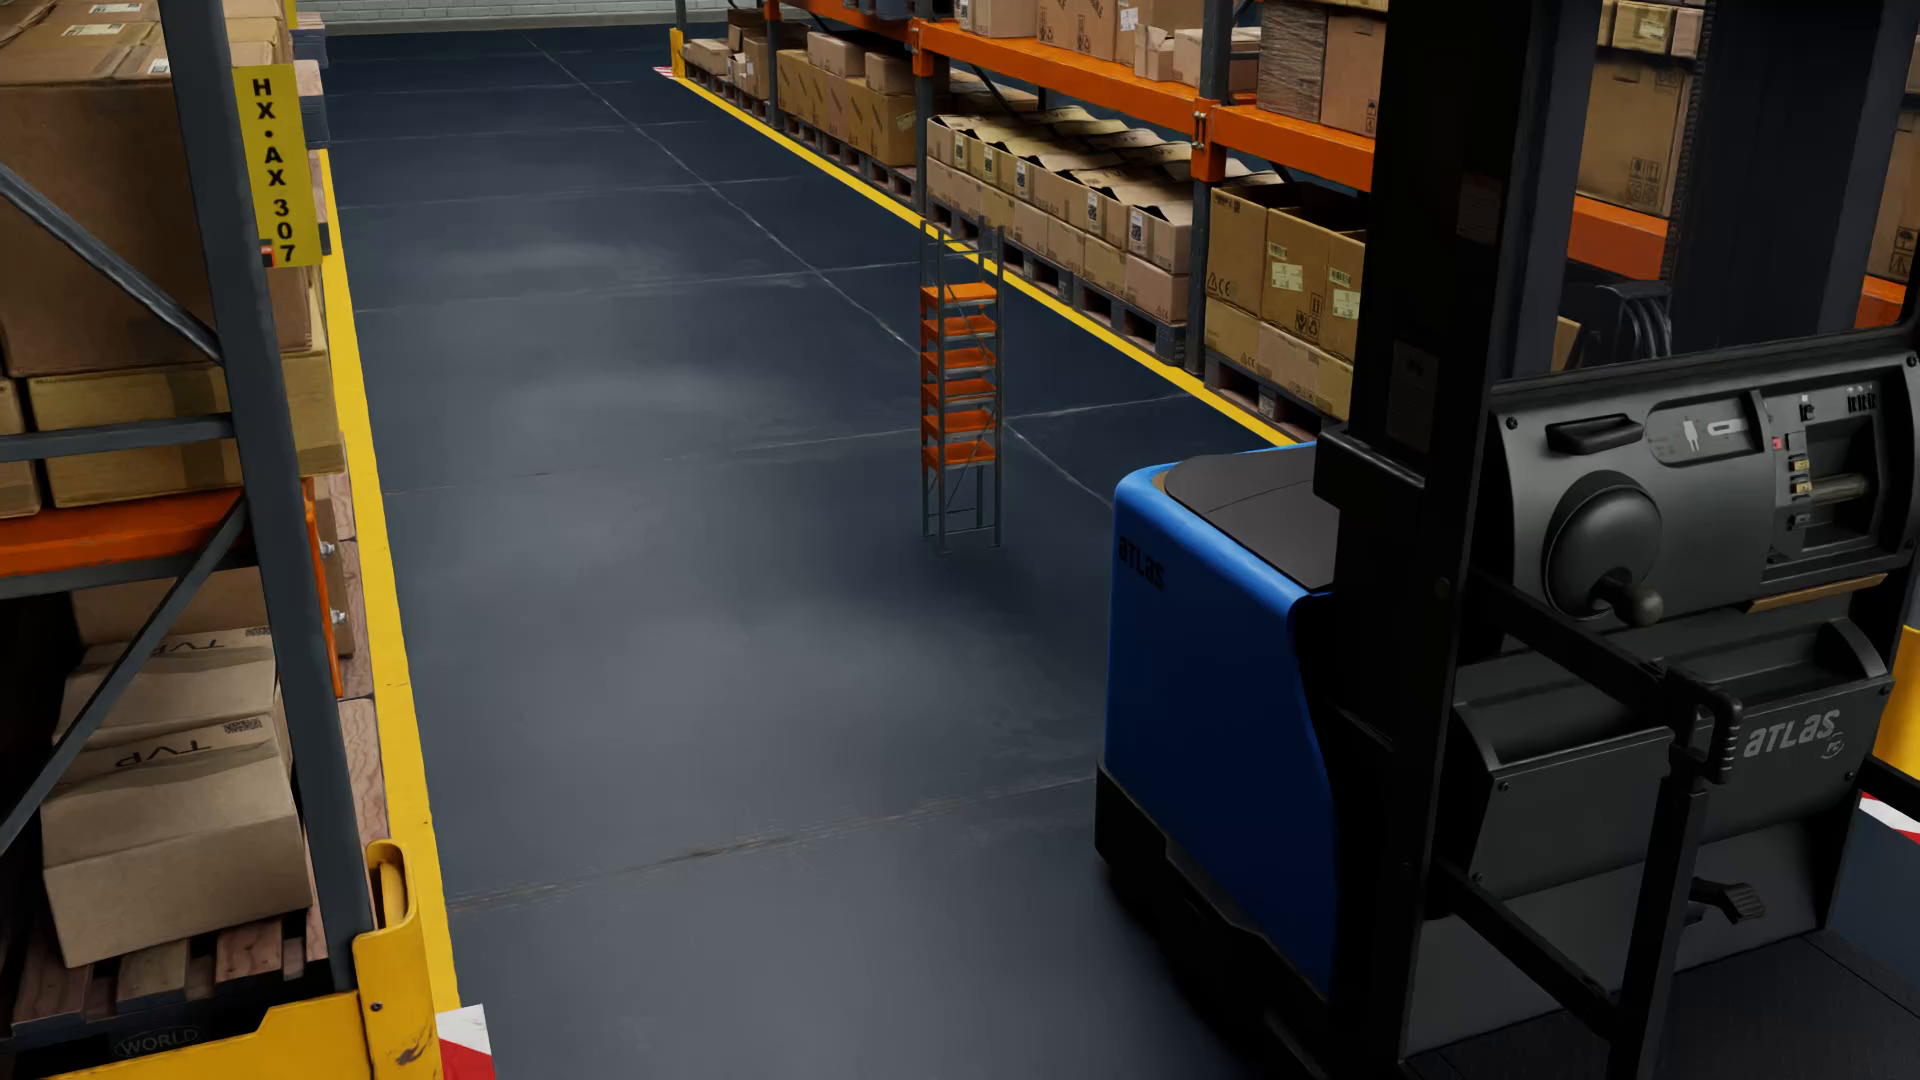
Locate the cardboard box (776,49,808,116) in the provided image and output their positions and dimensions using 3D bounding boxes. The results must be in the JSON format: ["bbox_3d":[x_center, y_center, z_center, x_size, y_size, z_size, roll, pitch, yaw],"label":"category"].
[{"bbox_3d":[-1.286,-4.016,14.569,0.500,0.500,0.500,-9,25,-21],"label":"cardboard box"}]

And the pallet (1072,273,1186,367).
[{"bbox_3d":[1.300,-1.245,8.933,1.003,0.211,1.213,-8,24,-19],"label":"pallet"}]

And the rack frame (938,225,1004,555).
[{"bbox_3d":[0.037,-0.514,5.926,0.240,1.200,0.006,-8,24,-19],"label":"rack frame"}]

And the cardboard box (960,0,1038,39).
[{"bbox_3d":[0.319,-3.329,10.400,0.500,0.311,0.500,-9,24,-20],"label":"cardboard box"}]

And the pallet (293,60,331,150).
[{"bbox_3d":[-3.170,-1.796,6.896,1.003,0.211,1.213,-8,24,-19],"label":"pallet"}]

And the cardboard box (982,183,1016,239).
[{"bbox_3d":[0.462,-2.046,10.243,0.500,0.250,0.500,-9,24,-20],"label":"cardboard box"}]

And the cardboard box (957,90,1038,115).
[{"bbox_3d":[0.290,-2.977,12.102,0.500,0.500,0.500,-7,24,-17],"label":"cardboard box"}]

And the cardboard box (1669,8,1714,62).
[{"bbox_3d":[2.426,-1.552,5.105,0.380,0.149,0.250,-8,24,-18],"label":"cardboard box"}]

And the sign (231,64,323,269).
[{"bbox_3d":[-1.116,-0.607,2.713,0.100,0.325,0.005,-8,24,-19],"label":"sign"}]

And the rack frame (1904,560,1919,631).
[{"bbox_3d":[3.010,-0.814,4.320,1.000,3.000,0.127,-8,24,-19],"label":"rack frame"}]

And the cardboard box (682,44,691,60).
[{"bbox_3d":[-2.816,-5.318,18.109,0.380,0.149,0.250,-8,24,-19],"label":"cardboard box"}]

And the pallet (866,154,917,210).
[{"bbox_3d":[-0.045,-2.713,12.414,1.003,0.211,1.213,-8,24,-19],"label":"pallet"}]

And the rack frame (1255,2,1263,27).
[{"bbox_3d":[3.406,-5.853,16.274,1.000,3.000,0.127,-8,24,-19],"label":"rack frame"}]

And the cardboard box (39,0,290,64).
[{"bbox_3d":[-1.852,-1.003,3.970,0.500,0.500,0.500,-9,25,-21],"label":"cardboard box"}]

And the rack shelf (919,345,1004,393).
[{"bbox_3d":[0.005,-0.617,5.975,0.258,0.103,0.180,-8,24,-19],"label":"rack shelf"}]

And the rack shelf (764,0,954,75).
[{"bbox_3d":[-0.523,-4.116,13.081,1.077,0.370,4.000,-8,24,-19],"label":"rack shelf"}]

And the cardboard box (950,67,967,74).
[{"bbox_3d":[-0.262,-3.538,13.434,0.500,0.500,0.500,-9,25,-21],"label":"cardboard box"}]

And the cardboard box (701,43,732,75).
[{"bbox_3d":[-2.362,-4.964,17.139,0.500,0.250,0.500,-8,24,-19],"label":"cardboard box"}]

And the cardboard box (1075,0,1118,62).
[{"bbox_3d":[0.978,-2.969,9.302,0.500,0.500,0.500,-8,24,-19],"label":"cardboard box"}]

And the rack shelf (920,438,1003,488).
[{"bbox_3d":[0.005,-0.286,6.115,0.258,0.103,0.180,-8,24,-19],"label":"rack shelf"}]

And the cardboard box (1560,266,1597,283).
[{"bbox_3d":[2.000,-0.784,6.281,0.500,0.500,0.500,-8,24,-19],"label":"cardboard box"}]

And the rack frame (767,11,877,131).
[{"bbox_3d":[-1.229,-5.175,14.665,1.000,3.000,0.127,-8,24,-19],"label":"rack frame"}]

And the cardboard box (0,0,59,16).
[{"bbox_3d":[-2.522,-1.116,4.237,0.500,0.500,0.500,-8,24,-18],"label":"cardboard box"}]

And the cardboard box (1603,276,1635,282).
[{"bbox_3d":[2.661,-0.673,6.019,0.500,0.500,0.500,-8,24,-19],"label":"cardboard box"}]

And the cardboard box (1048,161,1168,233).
[{"bbox_3d":[0.822,-1.930,9.245,0.500,0.311,0.500,-8,24,-19],"label":"cardboard box"}]

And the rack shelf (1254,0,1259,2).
[{"bbox_3d":[2.699,-6.248,18.138,1.077,0.370,4.000,-8,24,-19],"label":"rack shelf"}]

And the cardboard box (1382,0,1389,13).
[{"bbox_3d":[1.873,-2.118,6.448,0.380,0.149,0.250,-9,25,-21],"label":"cardboard box"}]

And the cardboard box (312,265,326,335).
[{"bbox_3d":[-1.870,-0.667,4.138,0.500,0.250,0.500,-9,24,-20],"label":"cardboard box"}]

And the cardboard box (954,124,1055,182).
[{"bbox_3d":[0.287,-2.486,10.563,0.500,0.311,0.500,-9,24,-20],"label":"cardboard box"}]

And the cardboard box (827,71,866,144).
[{"bbox_3d":[-0.740,-3.458,13.243,0.500,0.500,0.500,-9,25,-21],"label":"cardboard box"}]

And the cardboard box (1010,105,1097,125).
[{"bbox_3d":[0.599,-2.750,11.189,0.500,0.311,0.500,-8,24,-18],"label":"cardboard box"}]

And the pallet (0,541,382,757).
[{"bbox_3d":[-2.331,0.381,5.073,1.003,0.211,1.213,-8,24,-19],"label":"pallet"}]

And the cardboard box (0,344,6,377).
[{"bbox_3d":[-1.988,-0.561,2.921,0.500,0.500,0.500,-9,24,-20],"label":"cardboard box"}]

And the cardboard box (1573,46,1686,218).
[{"bbox_3d":[2.497,-1.403,5.588,0.700,0.500,0.500,-8,24,-19],"label":"cardboard box"}]

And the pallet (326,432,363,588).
[{"bbox_3d":[-2.766,-0.063,6.127,1.003,0.211,1.213,-8,24,-19],"label":"pallet"}]

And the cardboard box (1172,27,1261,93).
[{"bbox_3d":[1.382,-2.372,8.208,0.500,0.250,0.500,-7,24,-16],"label":"cardboard box"}]

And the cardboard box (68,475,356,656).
[{"bbox_3d":[-2.197,0.071,4.870,0.700,0.500,0.500,-10,25,-22],"label":"cardboard box"}]

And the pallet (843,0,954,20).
[{"bbox_3d":[-0.121,-3.869,11.816,1.213,0.211,1.003,-8,24,-19],"label":"pallet"}]

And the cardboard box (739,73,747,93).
[{"bbox_3d":[-1.885,-4.360,15.836,0.380,0.149,0.250,-8,24,-19],"label":"cardboard box"}]

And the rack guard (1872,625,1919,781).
[{"bbox_3d":[3.018,0.346,4.785,1.175,0.500,0.348,-8,24,-19],"label":"rack guard"}]

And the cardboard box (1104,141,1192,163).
[{"bbox_3d":[1.140,-2.195,9.874,0.500,0.311,0.500,-8,24,-18],"label":"cardboard box"}]

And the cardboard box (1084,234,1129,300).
[{"bbox_3d":[1.002,-1.489,8.921,0.500,0.250,0.500,-9,24,-20],"label":"cardboard box"}]

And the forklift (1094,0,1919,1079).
[{"bbox_3d":[1.376,-0.069,2.640,1.130,2.935,3.031,-9,25,-21],"label":"forklift"}]

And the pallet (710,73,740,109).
[{"bbox_3d":[-1.906,-4.583,16.853,1.003,0.211,1.213,-8,24,-19],"label":"pallet"}]

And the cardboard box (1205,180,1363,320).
[{"bbox_3d":[1.468,-1.328,7.574,0.500,0.500,0.500,-8,24,-19],"label":"cardboard box"}]

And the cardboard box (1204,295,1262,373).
[{"bbox_3d":[1.477,-0.984,7.723,0.500,0.250,0.500,-8,24,-19],"label":"cardboard box"}]

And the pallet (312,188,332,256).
[{"bbox_3d":[-4.657,-2.052,10.847,1.003,0.211,1.213,-8,24,-19],"label":"pallet"}]

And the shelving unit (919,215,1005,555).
[{"bbox_3d":[0.005,-0.548,6.004,0.258,1.200,0.189,-8,24,-19],"label":"shelving unit"}]

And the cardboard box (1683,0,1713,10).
[{"bbox_3d":[2.647,-1.839,4.953,0.700,0.500,0.500,-9,24,-20],"label":"cardboard box"}]

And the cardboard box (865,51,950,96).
[{"bbox_3d":[-0.390,-3.445,12.248,0.500,0.250,0.500,-7,24,-17],"label":"cardboard box"}]
